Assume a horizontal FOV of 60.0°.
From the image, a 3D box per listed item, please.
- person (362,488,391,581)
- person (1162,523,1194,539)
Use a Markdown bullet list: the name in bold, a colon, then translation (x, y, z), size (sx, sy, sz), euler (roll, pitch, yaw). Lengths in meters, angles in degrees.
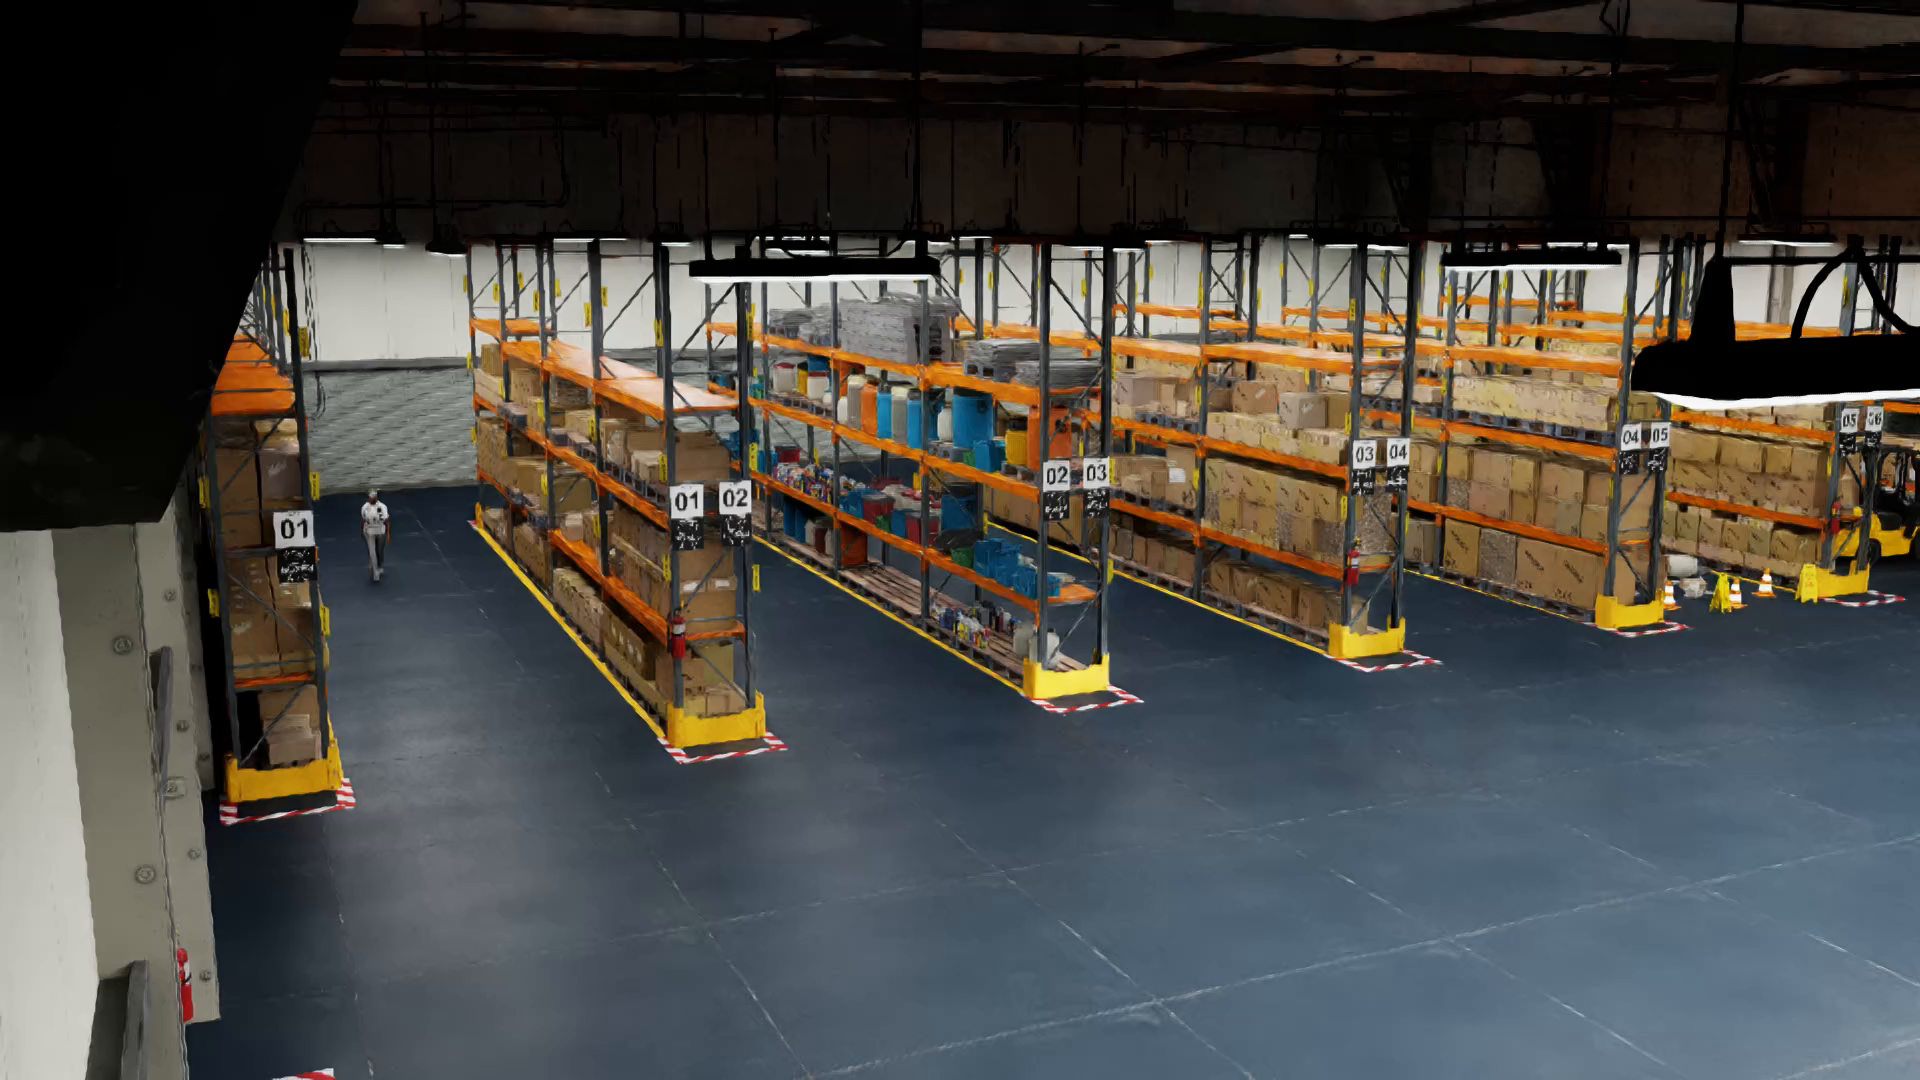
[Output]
- **person**: translation (-10.354, -0.134, 29.514), size (0.463, 1.625, 0.989), euler (-5, 12, -25)
- **person**: translation (4.323, -0.775, 32.605), size (0.582, 1.683, 1.113), euler (-5, 12, -26)
